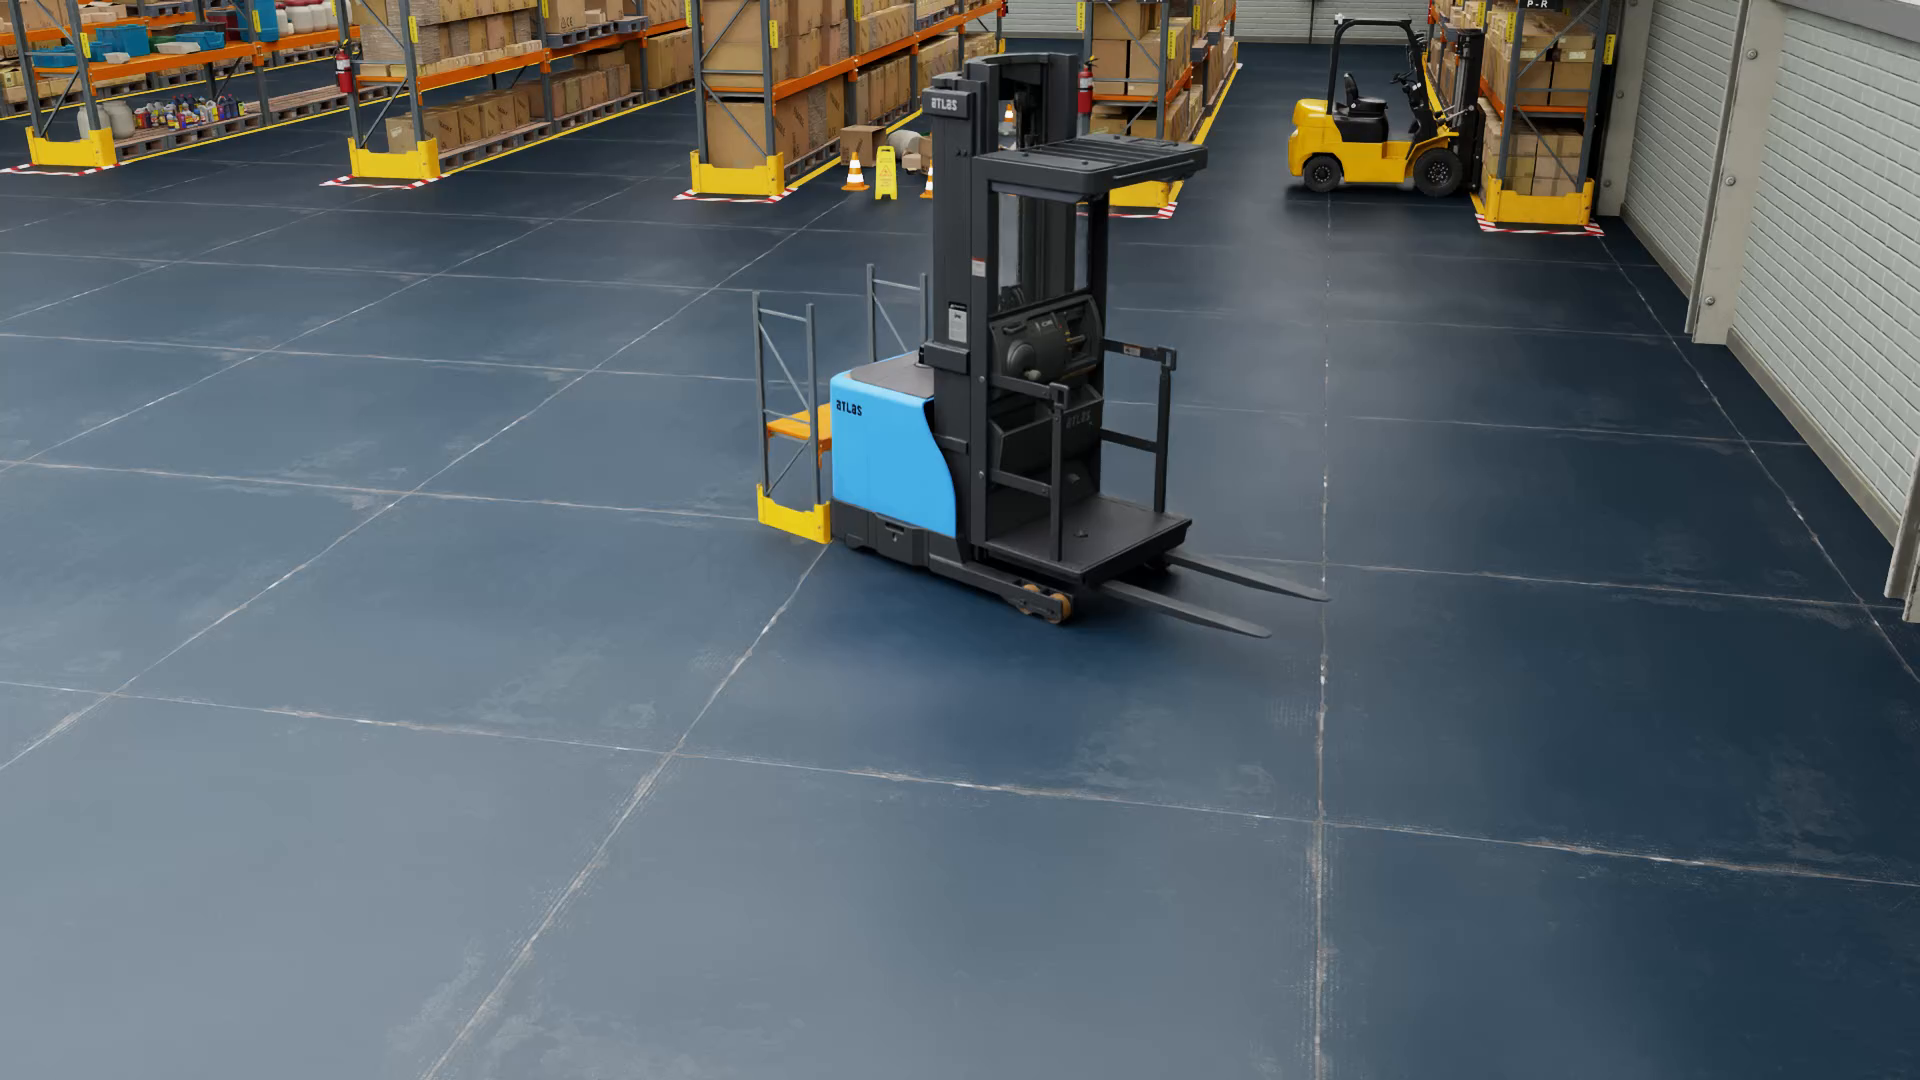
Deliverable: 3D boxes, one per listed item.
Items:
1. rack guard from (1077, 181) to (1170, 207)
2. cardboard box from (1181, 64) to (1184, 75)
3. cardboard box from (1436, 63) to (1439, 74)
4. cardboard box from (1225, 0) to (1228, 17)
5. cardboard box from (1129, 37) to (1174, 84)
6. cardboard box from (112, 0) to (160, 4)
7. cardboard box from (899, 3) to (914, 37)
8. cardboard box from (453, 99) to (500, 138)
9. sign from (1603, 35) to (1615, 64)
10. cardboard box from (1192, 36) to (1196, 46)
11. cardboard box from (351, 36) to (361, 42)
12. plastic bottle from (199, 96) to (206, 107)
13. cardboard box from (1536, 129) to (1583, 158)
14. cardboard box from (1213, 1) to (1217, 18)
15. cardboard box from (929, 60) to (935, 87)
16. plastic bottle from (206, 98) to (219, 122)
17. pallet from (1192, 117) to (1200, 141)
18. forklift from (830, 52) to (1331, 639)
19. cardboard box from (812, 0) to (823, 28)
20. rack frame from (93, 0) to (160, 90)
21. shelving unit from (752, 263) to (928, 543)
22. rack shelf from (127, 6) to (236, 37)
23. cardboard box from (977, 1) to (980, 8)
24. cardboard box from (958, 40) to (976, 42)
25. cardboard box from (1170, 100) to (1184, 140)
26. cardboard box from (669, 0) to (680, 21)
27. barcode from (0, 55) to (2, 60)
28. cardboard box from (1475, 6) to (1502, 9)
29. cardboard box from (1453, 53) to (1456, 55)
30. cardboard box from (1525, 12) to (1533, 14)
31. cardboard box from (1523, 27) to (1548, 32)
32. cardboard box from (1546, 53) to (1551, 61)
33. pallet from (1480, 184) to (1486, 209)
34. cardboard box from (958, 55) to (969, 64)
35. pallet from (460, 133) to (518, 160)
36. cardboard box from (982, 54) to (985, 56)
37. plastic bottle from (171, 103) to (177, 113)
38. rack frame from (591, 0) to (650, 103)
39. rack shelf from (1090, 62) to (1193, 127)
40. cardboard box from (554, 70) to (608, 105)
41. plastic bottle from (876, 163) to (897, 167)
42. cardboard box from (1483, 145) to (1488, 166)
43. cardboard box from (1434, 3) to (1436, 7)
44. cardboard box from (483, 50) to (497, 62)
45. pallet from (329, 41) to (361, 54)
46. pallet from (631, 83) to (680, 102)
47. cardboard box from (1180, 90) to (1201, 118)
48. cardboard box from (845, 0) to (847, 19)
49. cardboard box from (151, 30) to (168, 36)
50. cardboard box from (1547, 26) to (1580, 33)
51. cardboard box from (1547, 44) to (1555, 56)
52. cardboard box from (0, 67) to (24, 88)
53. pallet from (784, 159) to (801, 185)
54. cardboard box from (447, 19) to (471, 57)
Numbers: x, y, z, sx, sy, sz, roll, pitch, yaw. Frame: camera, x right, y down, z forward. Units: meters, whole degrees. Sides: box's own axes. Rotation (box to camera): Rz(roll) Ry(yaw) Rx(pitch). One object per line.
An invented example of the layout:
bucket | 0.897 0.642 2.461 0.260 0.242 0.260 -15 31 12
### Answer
rack guard | 2.015 -4.447 20.726 1.175 0.500 0.348 4 22 11
cardboard box | 2.844 -6.412 22.596 0.380 0.149 0.250 4 22 10
cardboard box | 9.207 -8.873 31.469 0.396 0.266 0.258 5 23 13
cardboard box | 4.800 -10.165 31.445 0.500 0.500 0.500 5 23 13
cardboard box | 2.367 -5.915 20.493 0.500 0.500 0.500 4 22 10
cardboard box | -15.749 -10.496 31.705 0.700 0.500 0.500 -3 22 -7
cardboard box | -1.064 -8.706 27.821 0.500 0.500 0.500 4 22 11
cardboard box | -7.166 -6.246 24.631 0.500 0.500 0.500 2 22 6
sign | 7.401 -5.595 18.967 0.100 0.325 0.005 4 22 11
cardboard box | 3.237 -7.298 24.233 0.380 0.149 0.250 5 22 12
cardboard box | -14.004 -11.769 38.318 0.500 0.500 0.500 4 22 11
plastic bottle | -12.229 -7.030 26.857 0.097 0.271 0.097 0 22 0
cardboard box | 7.143 -4.746 19.903 0.500 0.250 0.500 4 22 10
cardboard box | 4.083 -9.022 28.272 0.500 0.250 0.500 5 22 12
cardboard box | -0.742 -8.303 29.739 0.500 0.500 0.500 5 22 12
plastic bottle | -11.689 -6.704 25.941 0.144 0.351 0.185 4 22 11
pallet | 3.220 -6.480 26.162 1.003 0.211 1.213 4 22 11
forklift | 0.648 -1.118 9.206 3.031 2.935 1.130 18 28 38
cardboard box | -2.403 -7.423 23.123 0.875 0.550 0.550 4 22 11
rack frame | -15.767 -10.016 31.209 1.000 3.000 0.127 4 22 11
shelving unit | -0.725 -0.897 10.574 0.587 1.500 1.083 17 28 37
rack shelf | -15.359 -10.414 33.159 1.077 0.370 4.000 4 22 11
cardboard box | 0.181 -10.755 33.379 0.380 0.149 0.250 5 23 13
cardboard box | 0.110 -10.049 33.746 0.380 0.149 0.250 4 22 9
cardboard box | 2.752 -5.699 22.603 0.500 0.500 0.500 6 23 14
cardboard box | -5.500 -9.840 30.636 0.500 0.500 0.500 4 22 10
barcode | -16.124 -8.105 27.935 0.001 0.075 0.075 4 22 11
cardboard box | 7.995 -7.996 25.190 0.380 0.149 0.250 5 22 11
cardboard box | 8.910 -8.512 29.390 0.380 0.149 0.250 4 22 10
cardboard box | 8.269 -7.586 24.172 0.380 0.149 0.250 4 22 11
cardboard box | 6.896 -6.110 20.108 0.380 0.149 0.250 5 22 11
cardboard box | 7.317 -5.600 20.110 0.500 0.500 0.500 5 23 13
pallet | 6.974 -4.191 20.477 1.003 0.211 1.213 4 22 11
cardboard box | -0.031 -9.426 32.599 0.380 0.149 0.250 5 23 13
pallet | -7.235 -5.808 24.491 1.003 0.211 1.213 4 22 11
cardboard box | 0.299 -9.955 34.310 0.380 0.149 0.250 5 22 12
plastic bottle | -12.338 -6.724 26.096 0.097 0.271 0.097 0 22 0
rack frame | -6.070 -9.260 29.330 1.000 3.000 0.127 4 22 11
rack shelf | 2.407 -5.976 22.140 1.077 0.370 4.000 4 22 11
cardboard box | -6.397 -7.646 28.081 0.700 0.500 0.500 6 23 15
plastic bottle | -1.025 -5.252 23.312 0.283 0.061 0.133 -3 22 -8
cardboard box | 6.765 -4.737 20.550 0.500 0.250 0.500 4 22 10
cardboard box | 9.788 -10.837 33.583 0.380 0.149 0.250 4 22 11
cardboard box | -6.963 -7.032 24.135 0.380 0.149 0.250 4 22 11
pallet | -14.312 -11.329 38.201 1.003 0.211 1.213 4 22 11
pallet | -5.835 -8.249 30.553 1.003 0.211 1.213 4 22 11
cardboard box | 3.364 -7.004 26.684 0.950 0.372 0.625 4 22 10
cardboard box | -1.956 -8.074 24.914 0.700 0.500 0.500 4 22 10
cardboard box | -15.799 -9.790 32.399 0.500 0.250 0.500 5 23 13
cardboard box | 7.358 -6.172 20.262 0.380 0.149 0.250 5 23 13
cardboard box | 7.229 -5.840 19.838 0.380 0.149 0.250 4 22 10
cardboard box | -16.255 -7.865 28.235 0.500 0.311 0.500 5 22 11
pallet | -2.781 -4.924 22.297 1.003 0.211 1.213 4 22 11
cardboard box | -7.434 -7.089 23.408 0.875 0.500 0.500 4 22 11
